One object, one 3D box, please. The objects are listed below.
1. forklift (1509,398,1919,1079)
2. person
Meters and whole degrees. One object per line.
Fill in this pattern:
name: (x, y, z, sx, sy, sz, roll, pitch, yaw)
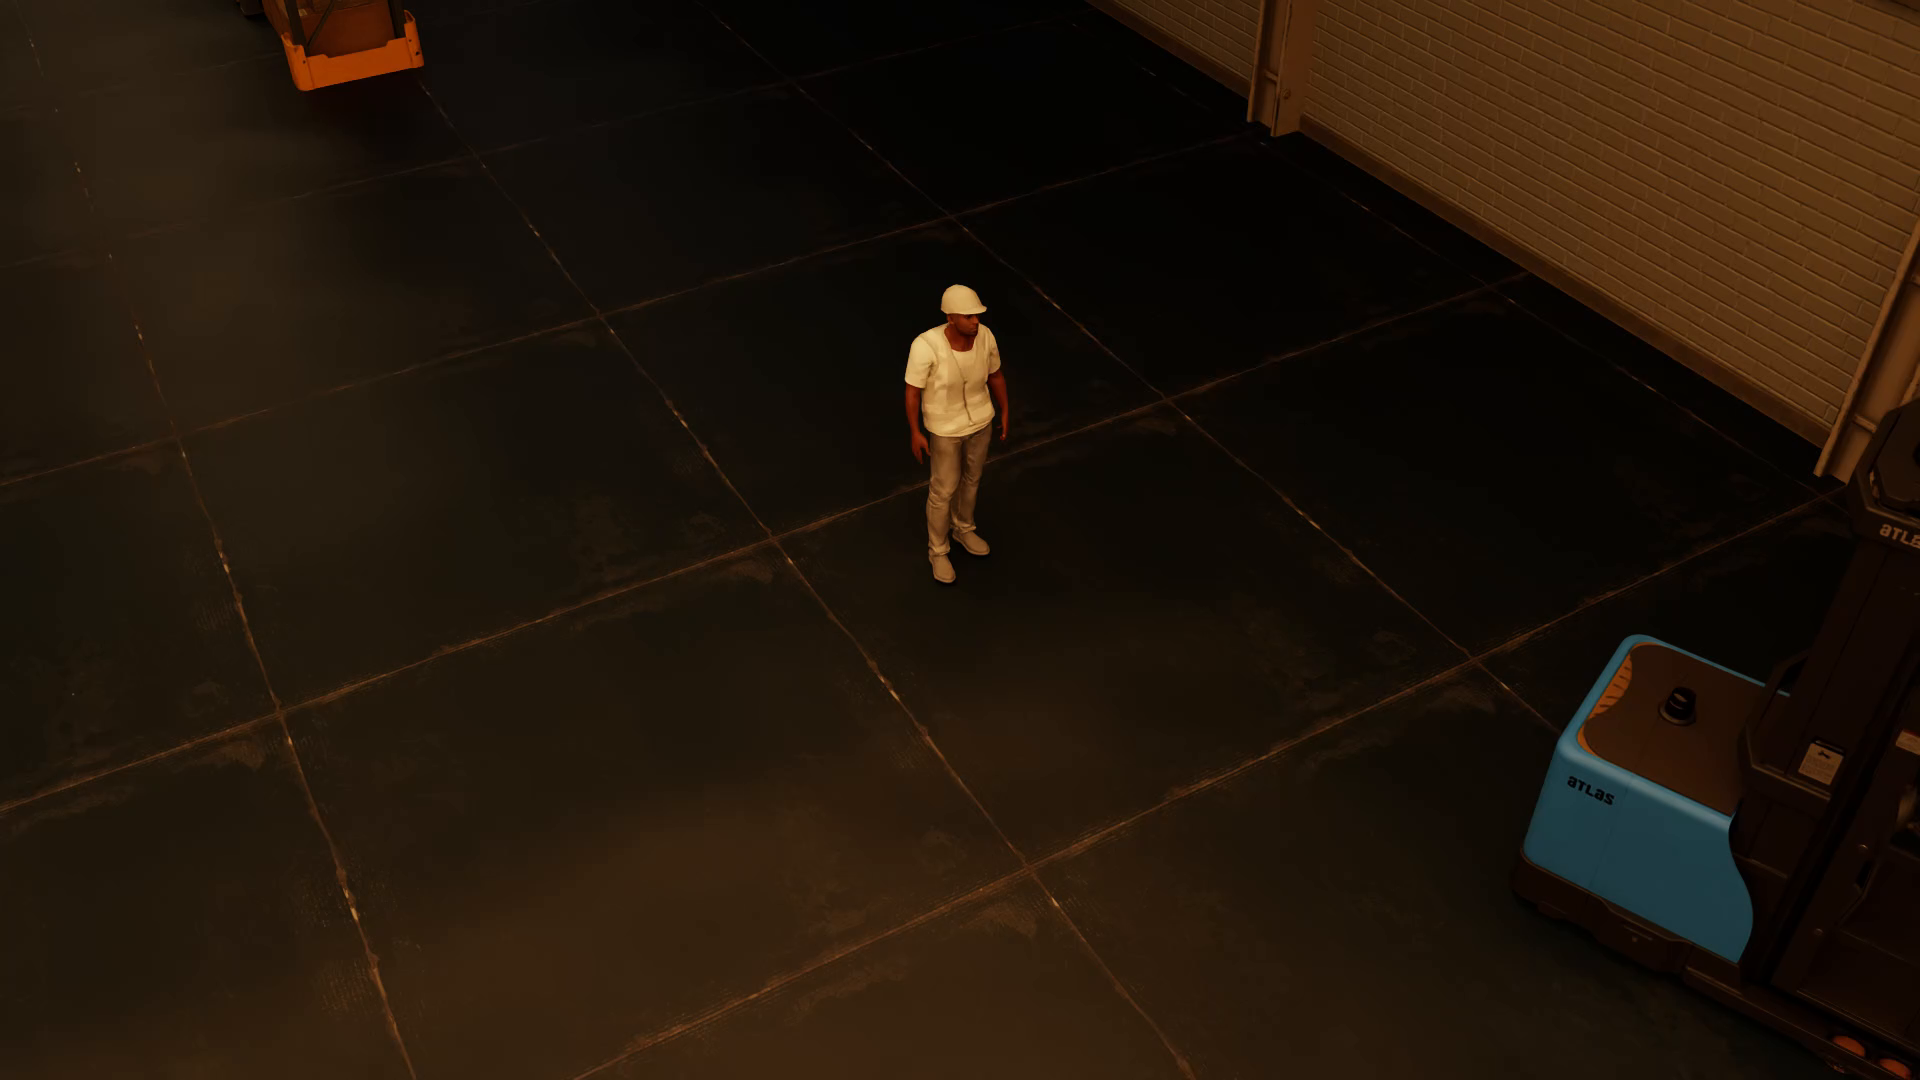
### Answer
forklift: (4.188, 0.945, 6.897, 3.031, 2.935, 1.130, 26, 46, 28)
person: (0.029, -0.645, 9.715, 0.665, 1.765, 0.577, -20, 44, -23)
